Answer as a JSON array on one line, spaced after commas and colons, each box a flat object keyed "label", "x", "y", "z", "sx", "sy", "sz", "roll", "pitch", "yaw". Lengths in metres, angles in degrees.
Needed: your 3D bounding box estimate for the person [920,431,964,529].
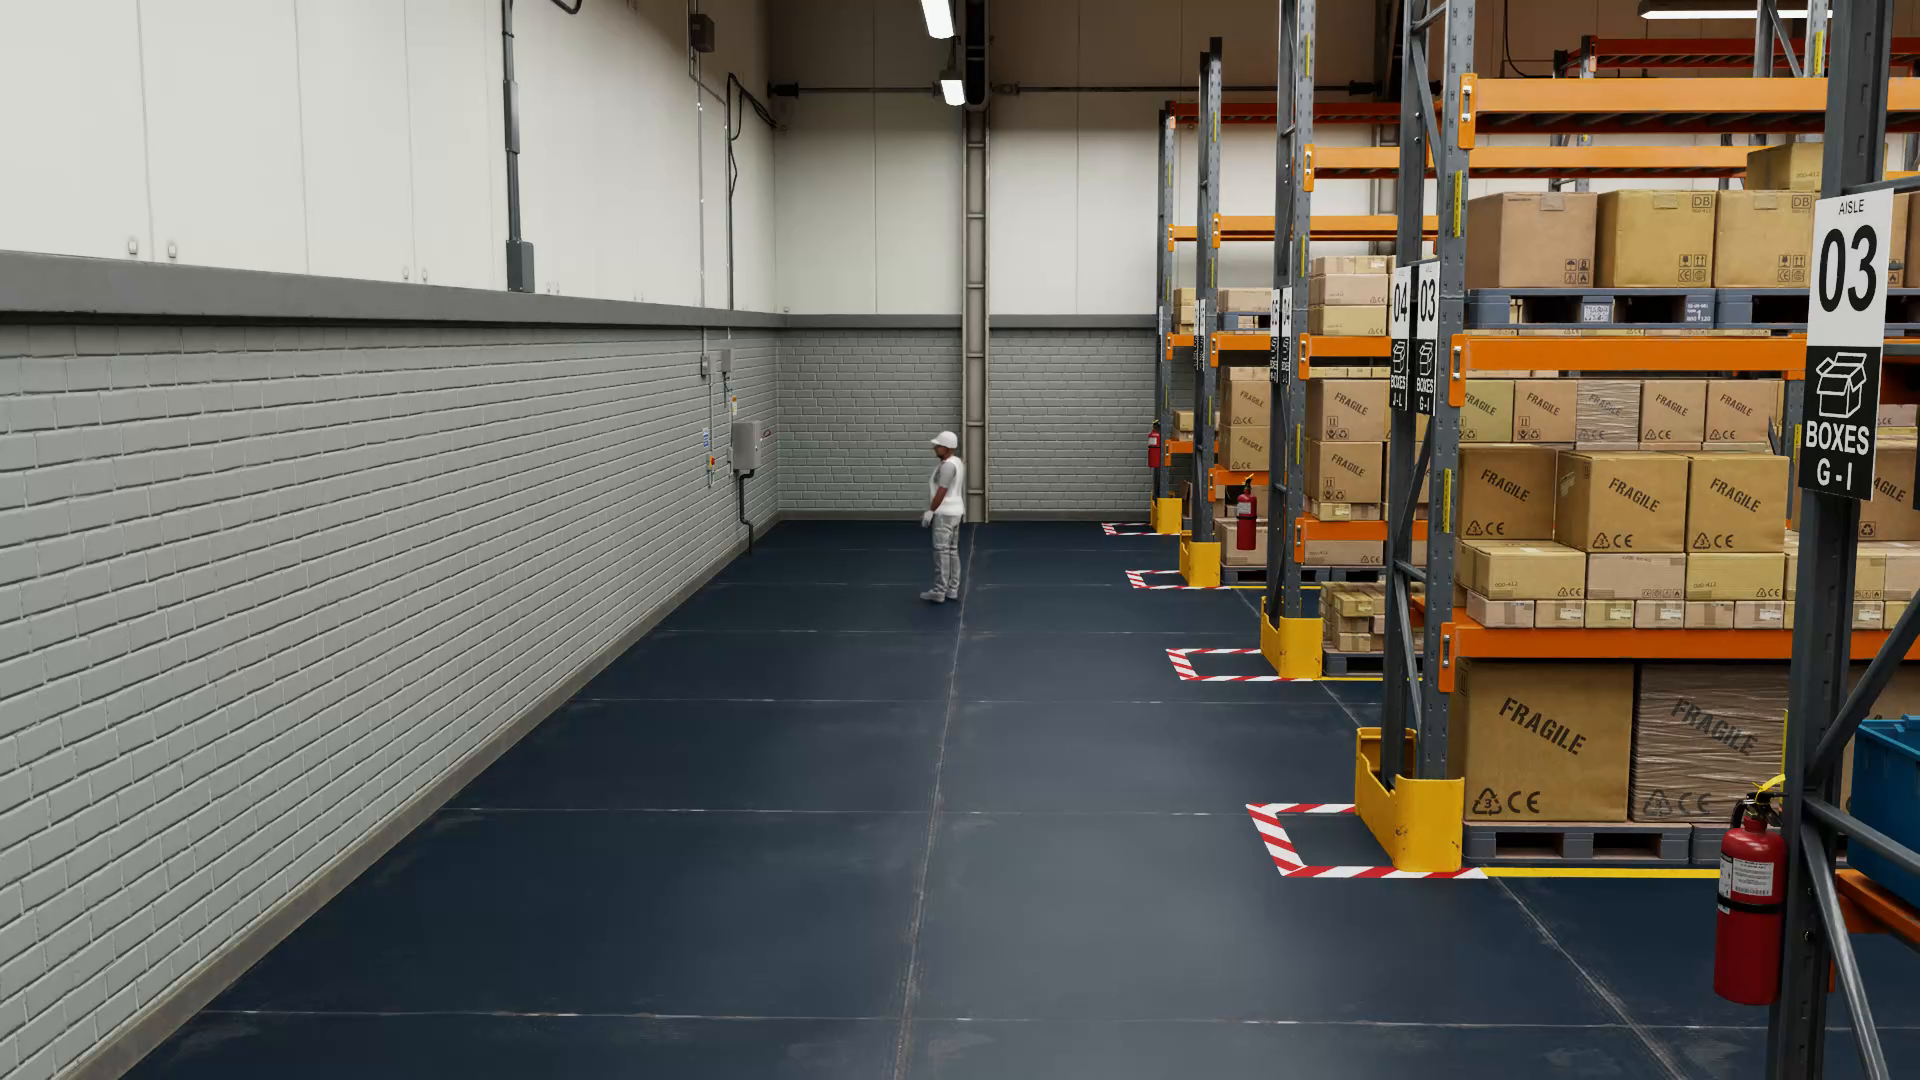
[{"label": "person", "x": -0.180, "y": -0.616, "z": 17.459, "sx": 0.436, "sy": 1.061, "sz": 0.550, "roll": 1, "pitch": 7, "yaw": 11}]
